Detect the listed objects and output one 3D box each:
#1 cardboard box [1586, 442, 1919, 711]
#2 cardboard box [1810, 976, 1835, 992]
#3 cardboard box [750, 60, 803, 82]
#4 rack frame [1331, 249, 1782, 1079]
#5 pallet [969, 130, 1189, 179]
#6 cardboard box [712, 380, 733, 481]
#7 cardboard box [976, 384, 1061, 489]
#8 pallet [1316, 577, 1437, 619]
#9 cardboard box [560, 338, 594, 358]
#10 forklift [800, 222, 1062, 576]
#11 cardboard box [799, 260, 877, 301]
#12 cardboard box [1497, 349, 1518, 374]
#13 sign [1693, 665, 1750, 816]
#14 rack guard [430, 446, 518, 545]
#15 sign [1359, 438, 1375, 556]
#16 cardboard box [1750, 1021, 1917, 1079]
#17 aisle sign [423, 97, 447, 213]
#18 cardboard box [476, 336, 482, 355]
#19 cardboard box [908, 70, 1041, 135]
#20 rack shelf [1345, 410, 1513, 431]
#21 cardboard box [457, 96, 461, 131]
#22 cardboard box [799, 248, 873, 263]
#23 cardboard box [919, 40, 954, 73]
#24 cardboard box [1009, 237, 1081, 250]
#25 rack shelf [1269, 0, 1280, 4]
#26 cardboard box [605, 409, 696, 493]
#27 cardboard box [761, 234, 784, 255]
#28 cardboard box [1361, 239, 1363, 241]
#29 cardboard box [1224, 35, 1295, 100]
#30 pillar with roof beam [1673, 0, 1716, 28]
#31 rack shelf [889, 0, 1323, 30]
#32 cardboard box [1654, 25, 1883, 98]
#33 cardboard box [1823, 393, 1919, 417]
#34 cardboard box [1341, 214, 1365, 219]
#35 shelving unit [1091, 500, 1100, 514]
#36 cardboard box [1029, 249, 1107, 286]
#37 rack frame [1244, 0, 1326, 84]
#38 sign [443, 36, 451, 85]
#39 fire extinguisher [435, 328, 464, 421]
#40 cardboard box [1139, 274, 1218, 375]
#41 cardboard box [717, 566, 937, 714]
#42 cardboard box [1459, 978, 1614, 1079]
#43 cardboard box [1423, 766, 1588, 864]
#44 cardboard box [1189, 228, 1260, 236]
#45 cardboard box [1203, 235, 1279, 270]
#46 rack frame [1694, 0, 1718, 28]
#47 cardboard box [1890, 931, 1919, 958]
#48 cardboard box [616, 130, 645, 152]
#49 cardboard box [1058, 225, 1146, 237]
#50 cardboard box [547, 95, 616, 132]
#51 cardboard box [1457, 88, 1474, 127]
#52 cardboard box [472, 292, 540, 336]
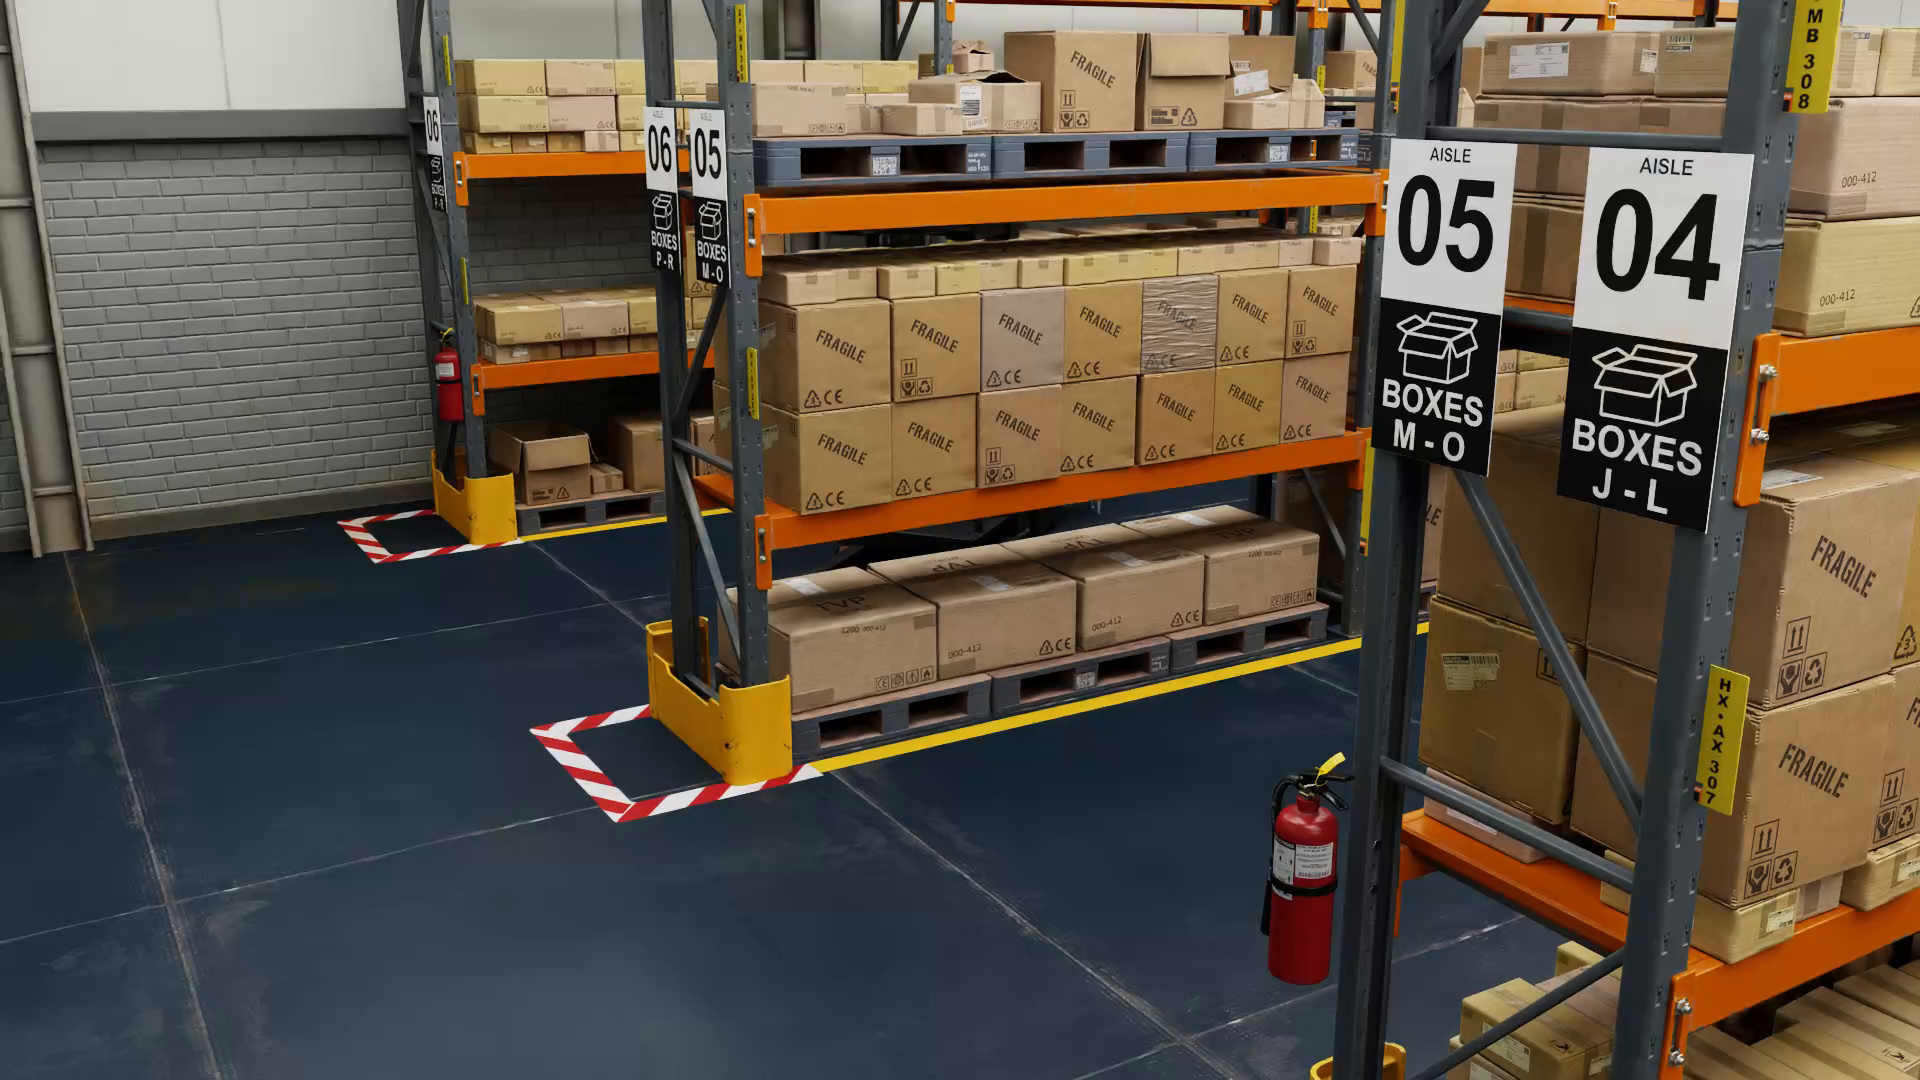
[{"bbox_3d":[1.919,0.059,4.052,0.500,0.500,0.500,-9,18,-30],"label":"cardboard box"},{"bbox_3d":[2.814,1.442,5.661,0.250,0.149,0.380,-8,18,-27],"label":"cardboard box"},{"bbox_3d":[-1.547,-3.591,12.907,0.500,0.250,0.500,-9,18,-29],"label":"cardboard box"},{"bbox_3d":[1.398,0.733,4.237,0.127,3.000,1.000,-9,18,-30],"label":"rack frame"},{"bbox_3d":[0.439,-2.076,8.865,1.213,0.211,1.003,-9,18,-30],"label":"pallet"},{"bbox_3d":[-0.961,-0.575,8.717,0.500,0.500,0.500,-9,18,-29],"label":"cardboard box"},{"bbox_3d":[0.186,-0.590,8.771,0.500,0.500,0.500,-9,18,-30],"label":"cardboard box"},{"bbox_3d":[2.813,0.264,11.077,1.213,0.211,1.003,-9,18,-30],"label":"pallet"},{"bbox_3d":[-2.973,-1.498,12.661,0.250,0.149,0.380,-9,18,-30],"label":"cardboard box"},{"bbox_3d":[-0.233,-1.237,11.393,1.130,2.935,3.031,6,17,21],"label":"forklift"},{"bbox_3d":[-0.603,-1.278,8.173,0.250,0.149,0.380,-9,18,-28],"label":"cardboard box"},{"bbox_3d":[3.146,-1.198,10.476,0.500,0.250,0.500,-9,18,-29],"label":"cardboard box"},{"bbox_3d":[1.677,0.442,3.672,0.005,0.325,0.100,-9,18,-30],"label":"sign"},{"bbox_3d":[-3.732,-0.353,12.743,0.348,0.500,1.175,-9,18,-30],"label":"rack guard"},{"bbox_3d":[1.129,-0.108,4.506,0.005,0.325,0.100,-9,18,-30],"label":"sign"},{"bbox_3d":[2.478,1.551,4.719,0.250,0.149,0.380,-9,18,-30],"label":"cardboard box"},{"bbox_3d":[-3.705,-2.720,11.741,0.004,0.787,0.394,-9,18,-30],"label":"aisle sign"},{"bbox_3d":[-3.652,-1.533,12.787,0.250,0.149,0.380,-9,18,-30],"label":"cardboard box"},{"bbox_3d":[0.071,-2.246,8.511,0.500,0.311,0.500,-9,18,-29],"label":"cardboard box"},{"bbox_3d":[3.905,-0.886,11.345,4.000,0.370,1.077,-9,18,-30],"label":"rack shelf"},{"bbox_3d":[-3.556,-3.186,12.388,0.500,0.250,0.500,-10,18,-31],"label":"cardboard box"},{"bbox_3d":[-0.650,-1.432,8.723,0.250,0.149,0.380,-9,18,-30],"label":"cardboard box"},{"bbox_3d":[-0.142,-4.077,14.022,0.258,0.266,0.396,-10,18,-31],"label":"cardboard box"},{"bbox_3d":[0.471,-1.605,9.338,0.250,0.149,0.380,-9,18,-30],"label":"cardboard box"},{"bbox_3d":[0.476,-3.026,8.606,4.000,0.370,1.077,-9,18,-30],"label":"rack shelf"},{"bbox_3d":[-2.472,-0.718,13.265,0.500,0.500,0.700,-8,18,-27],"label":"cardboard box"},{"bbox_3d":[-1.782,-2.389,13.711,0.500,0.500,0.500,-10,18,-31],"label":"cardboard box"},{"bbox_3d":[3.579,-2.826,16.285,0.500,0.250,0.500,-9,18,-30],"label":"cardboard box"},{"bbox_3d":[1.578,-2.664,9.649,0.500,0.500,0.500,-9,18,-29],"label":"cardboard box"},{"bbox_3d":[11.074,-5.774,16.338,0.400,9.000,9.100,-9,18,-30],"label":"pillar with roof beam"},{"bbox_3d":[1.346,-4.730,14.684,4.000,0.370,1.077,-9,18,-30],"label":"rack shelf"},{"bbox_3d":[1.793,-1.064,3.704,0.250,0.149,0.380,-9,18,-30],"label":"cardboard box"},{"bbox_3d":[2.537,-0.206,4.997,0.500,0.500,0.500,-8,18,-27],"label":"cardboard box"},{"bbox_3d":[4.093,-3.263,17.107,0.250,0.149,0.380,-9,18,-30],"label":"cardboard box"},{"bbox_3d":[0.837,-0.802,13.049,0.503,1.200,0.258,-2,16,-9],"label":"shelving unit"},{"bbox_3d":[0.560,-1.431,8.718,0.250,0.149,0.380,-10,18,-31],"label":"cardboard box"},{"bbox_3d":[3.060,-5.547,15.525,0.127,3.000,1.000,-9,18,-30],"label":"rack frame"},{"bbox_3d":[-3.518,-3.286,11.397,0.005,0.325,0.100,-9,18,-30],"label":"sign"},{"bbox_3d":[-3.686,-1.202,11.974,0.183,0.674,0.296,-9,18,-30],"label":"fire extinguisher"},{"bbox_3d":[1.058,-1.213,9.141,0.500,0.500,0.500,-9,18,-29],"label":"cardboard box"},{"bbox_3d":[-0.724,0.519,8.972,0.875,0.438,0.875,-10,18,-32],"label":"cardboard box"},{"bbox_3d":[1.721,1.485,4.957,0.250,0.149,0.380,-9,18,-29],"label":"cardboard box"},{"bbox_3d":[1.532,0.743,4.666,0.250,0.149,0.380,-9,18,-30],"label":"cardboard box"},{"bbox_3d":[1.575,-1.773,9.937,0.250,0.149,0.380,-9,18,-29],"label":"cardboard box"},{"bbox_3d":[1.590,-1.636,9.448,0.250,0.149,0.380,-9,18,-30],"label":"cardboard box"},{"bbox_3d":[5.619,-4.399,11.430,0.127,3.000,1.000,-9,18,-30],"label":"rack frame"},{"bbox_3d":[3.072,1.272,5.715,0.250,0.149,0.380,-9,18,-29],"label":"cardboard box"},{"bbox_3d":[-2.477,-2.983,12.402,0.250,0.149,0.380,-9,18,-30],"label":"cardboard box"},{"bbox_3d":[1.278,-2.549,14.982,0.500,0.500,0.700,-9,18,-30],"label":"cardboard box"},{"bbox_3d":[-2.851,-3.135,12.206,0.500,0.250,0.500,-9,18,-29],"label":"cardboard box"},{"bbox_3d":[2.800,-2.525,9.772,0.258,0.266,0.396,-9,18,-30],"label":"cardboard box"},{"bbox_3d":[-3.540,-1.742,12.795,0.500,0.250,0.500,-9,18,-28],"label":"cardboard box"}]
